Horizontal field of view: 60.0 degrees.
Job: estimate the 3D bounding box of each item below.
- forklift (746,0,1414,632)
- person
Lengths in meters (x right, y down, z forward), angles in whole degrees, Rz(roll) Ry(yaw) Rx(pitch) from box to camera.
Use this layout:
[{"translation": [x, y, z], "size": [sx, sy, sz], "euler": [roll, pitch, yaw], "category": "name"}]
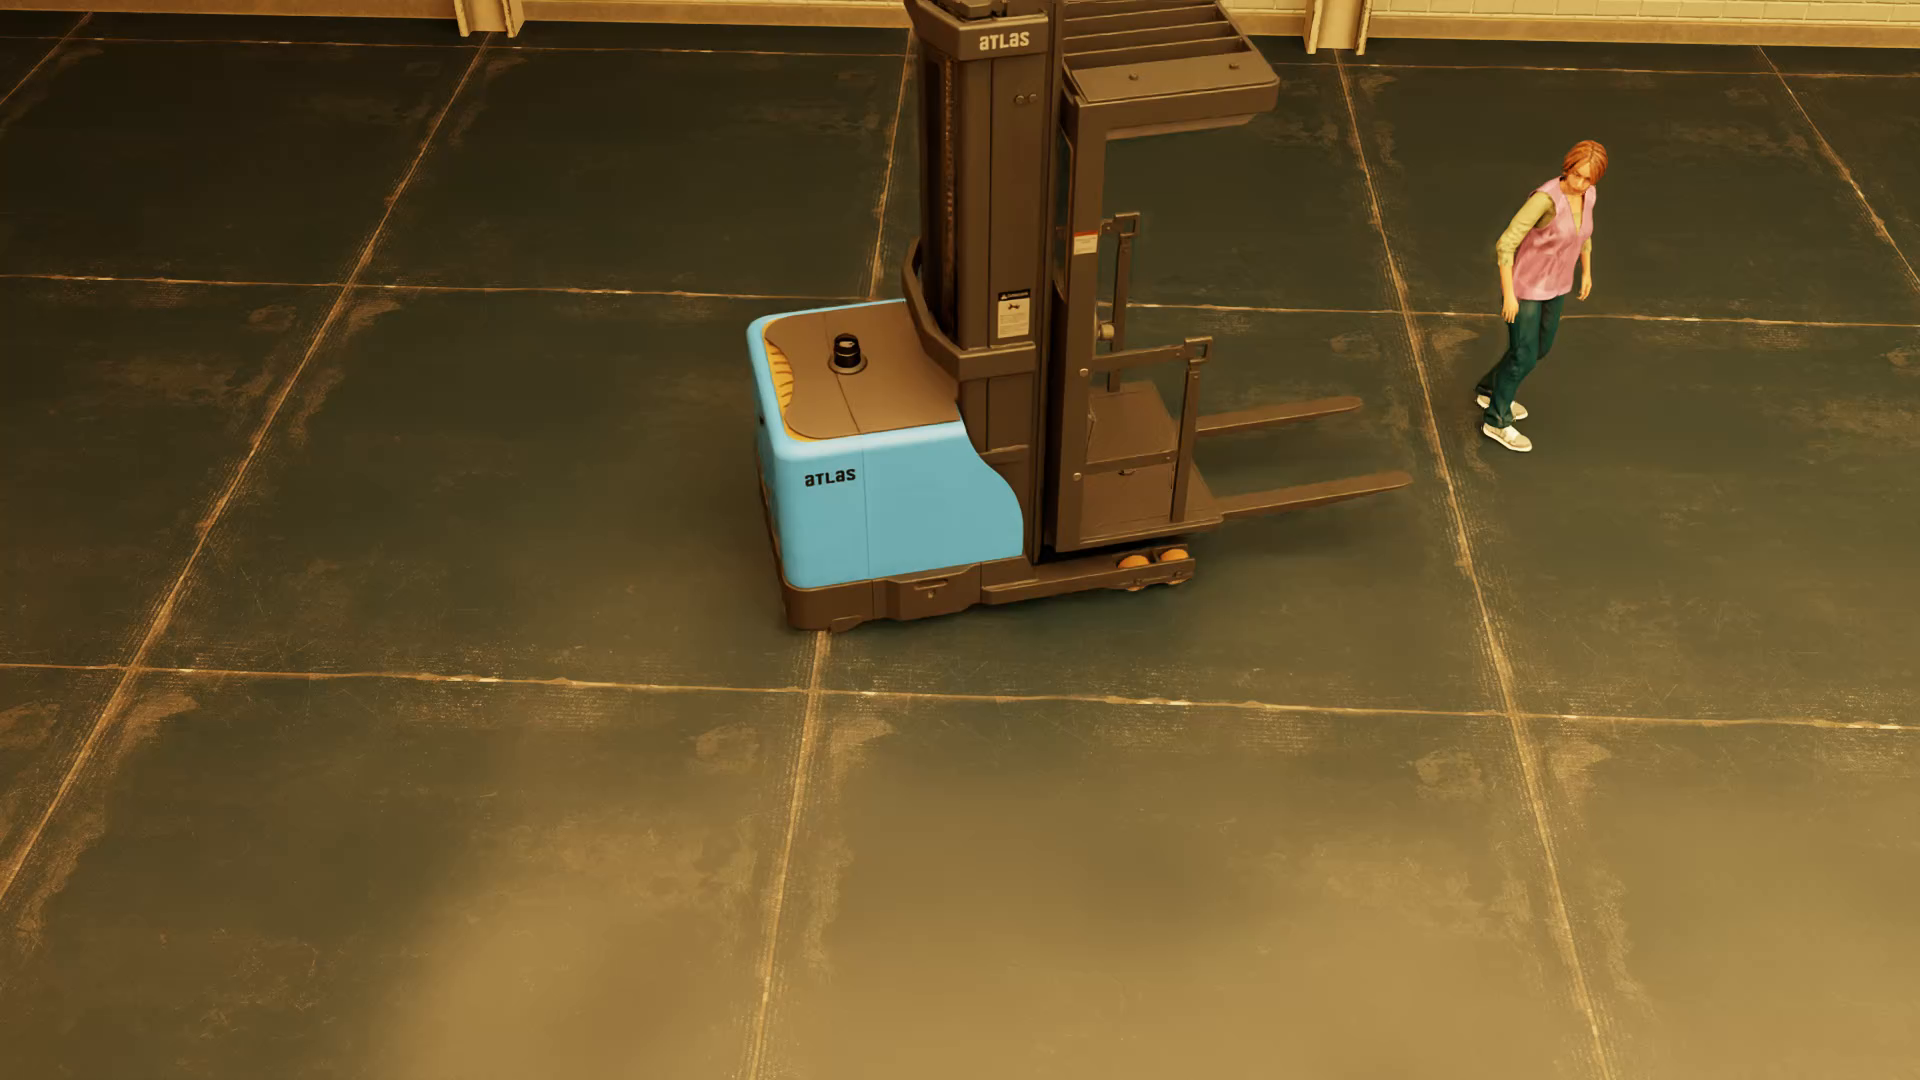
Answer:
[{"translation": [0.606, -1.189, 7.045], "size": [3.031, 2.935, 1.130], "euler": [-9, 43, -9], "category": "forklift"}, {"translation": [2.843, -1.180, 8.077], "size": [0.621, 1.535, 0.461], "euler": [-28, 49, -27], "category": "person"}]
